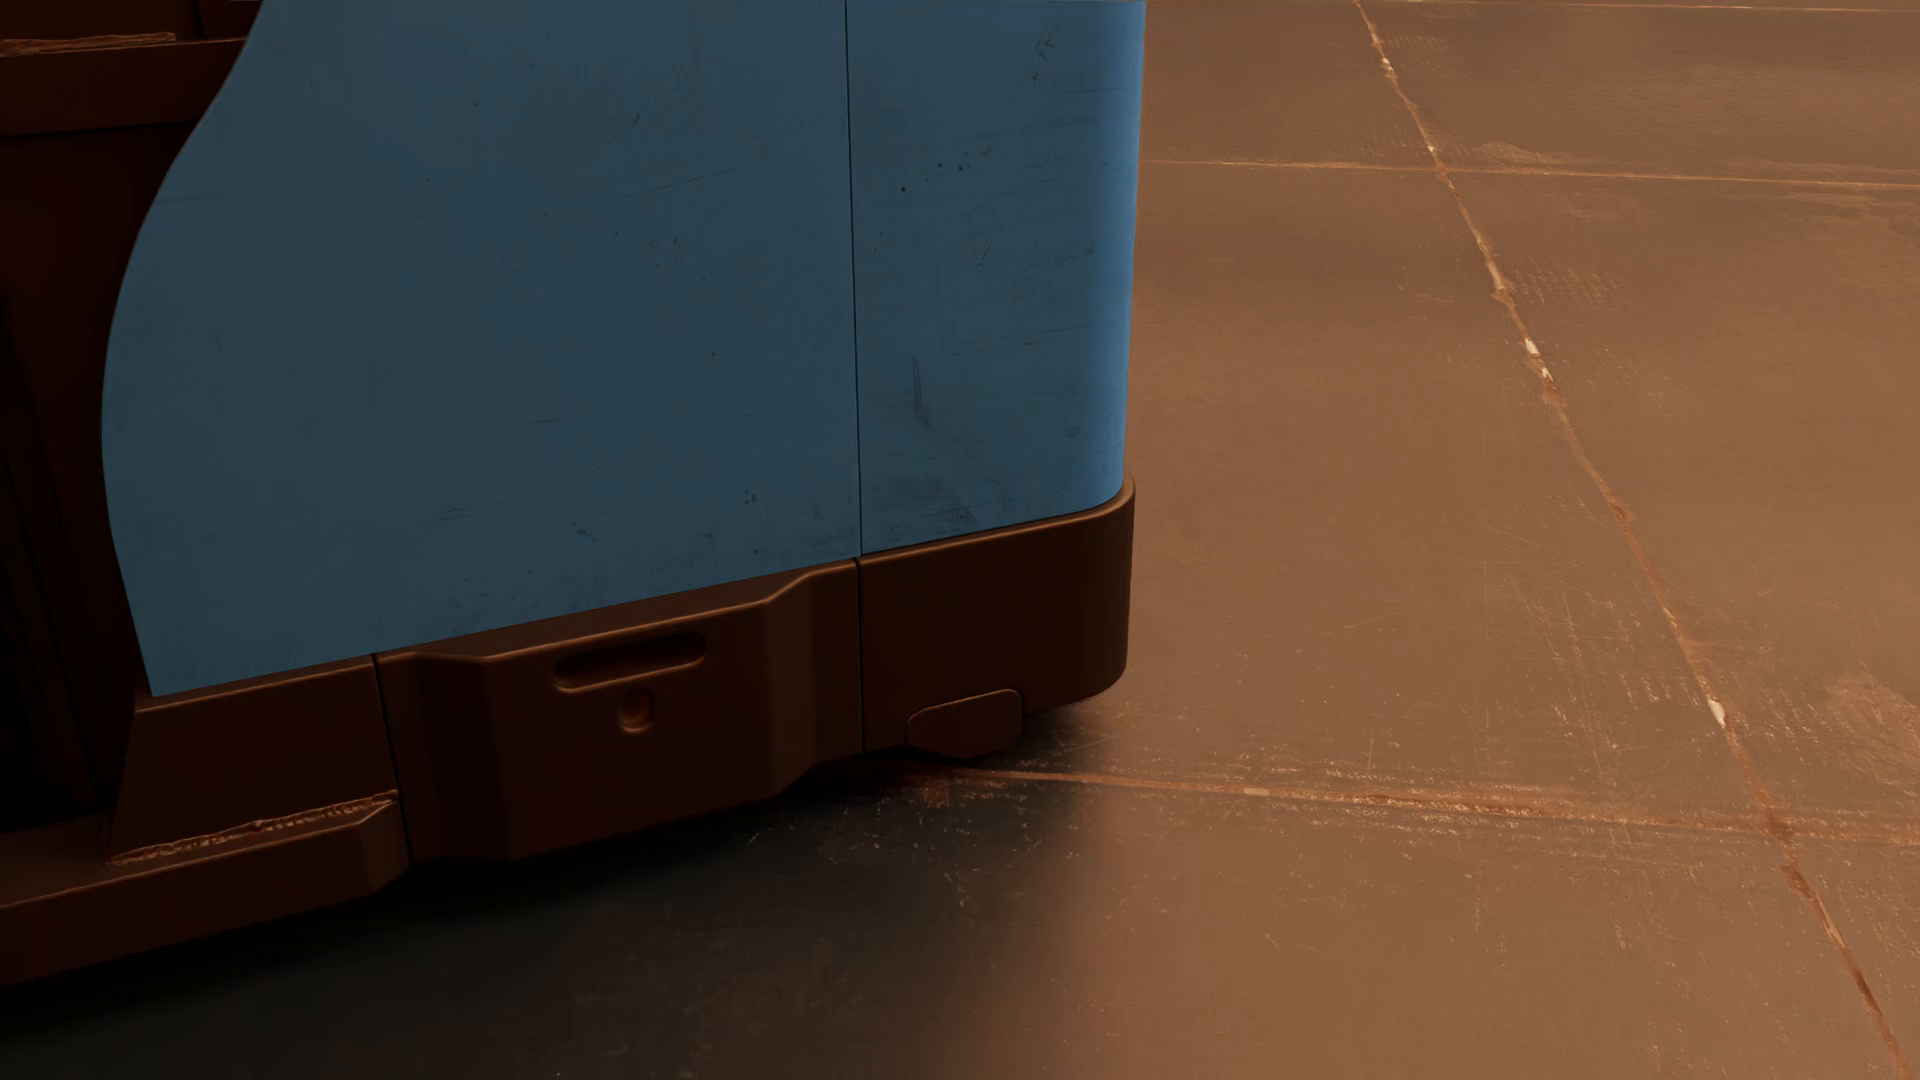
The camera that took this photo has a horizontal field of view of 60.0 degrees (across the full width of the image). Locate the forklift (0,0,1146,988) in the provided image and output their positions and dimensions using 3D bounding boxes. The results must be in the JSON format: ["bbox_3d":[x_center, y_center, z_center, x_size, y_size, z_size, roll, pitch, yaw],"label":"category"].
[{"bbox_3d":[-1.358,-1.014,1.249,3.031,2.935,1.130,-11,29,-21],"label":"forklift"}]
